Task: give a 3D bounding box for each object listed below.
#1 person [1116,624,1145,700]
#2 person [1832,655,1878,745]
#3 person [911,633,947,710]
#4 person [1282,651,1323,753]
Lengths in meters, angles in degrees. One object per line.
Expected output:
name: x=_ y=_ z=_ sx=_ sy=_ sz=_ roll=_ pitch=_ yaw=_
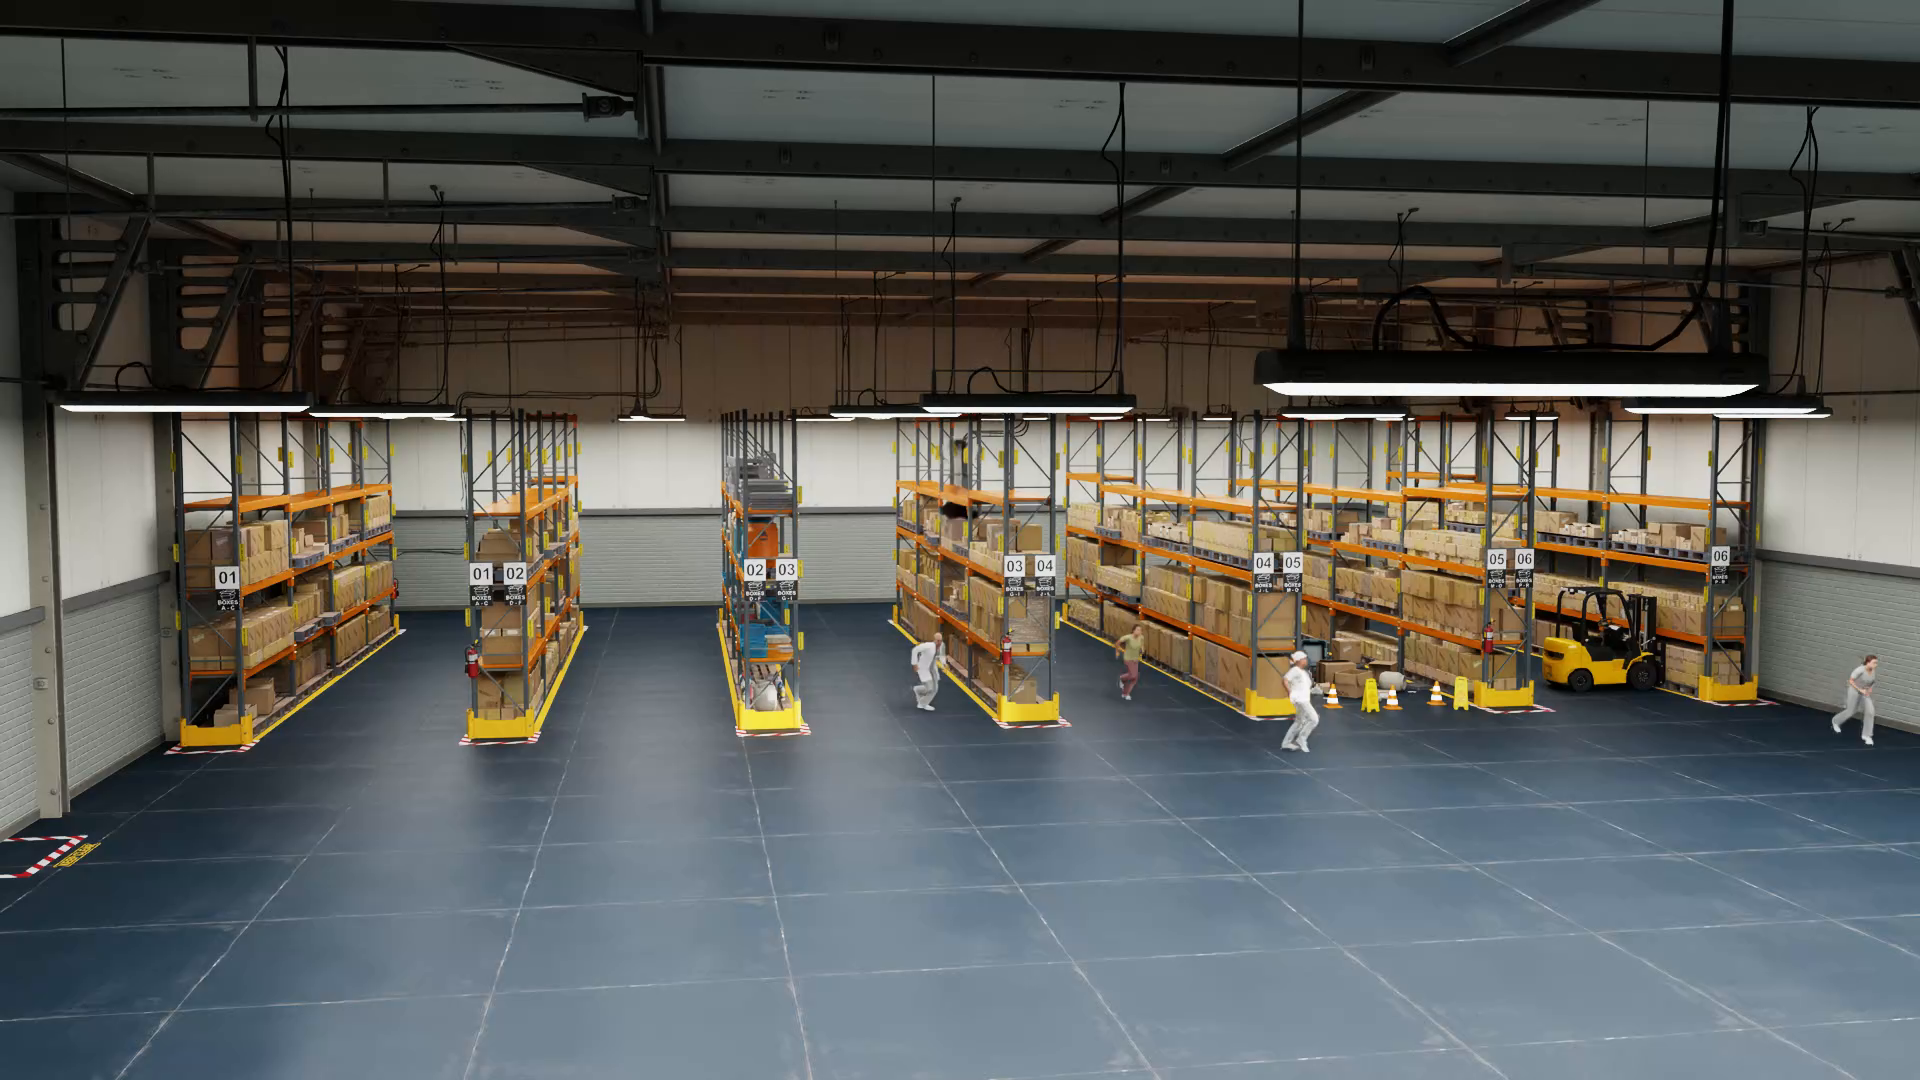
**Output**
person: x=3.574 y=2.526 z=34.597 sx=0.570 sy=1.597 sz=0.673 roll=-3 pitch=5 yaw=-33
person: x=16.224 y=2.841 z=30.142 sx=0.579 sy=1.624 sz=1.004 roll=-1 pitch=4 yaw=-19
person: x=-0.650 y=2.625 z=33.178 sx=0.735 sy=1.591 sz=0.887 roll=-3 pitch=5 yaw=-38
person: x=5.962 y=2.828 z=29.007 sx=0.693 sy=1.773 sz=0.694 roll=1 pitch=4 yaw=20
